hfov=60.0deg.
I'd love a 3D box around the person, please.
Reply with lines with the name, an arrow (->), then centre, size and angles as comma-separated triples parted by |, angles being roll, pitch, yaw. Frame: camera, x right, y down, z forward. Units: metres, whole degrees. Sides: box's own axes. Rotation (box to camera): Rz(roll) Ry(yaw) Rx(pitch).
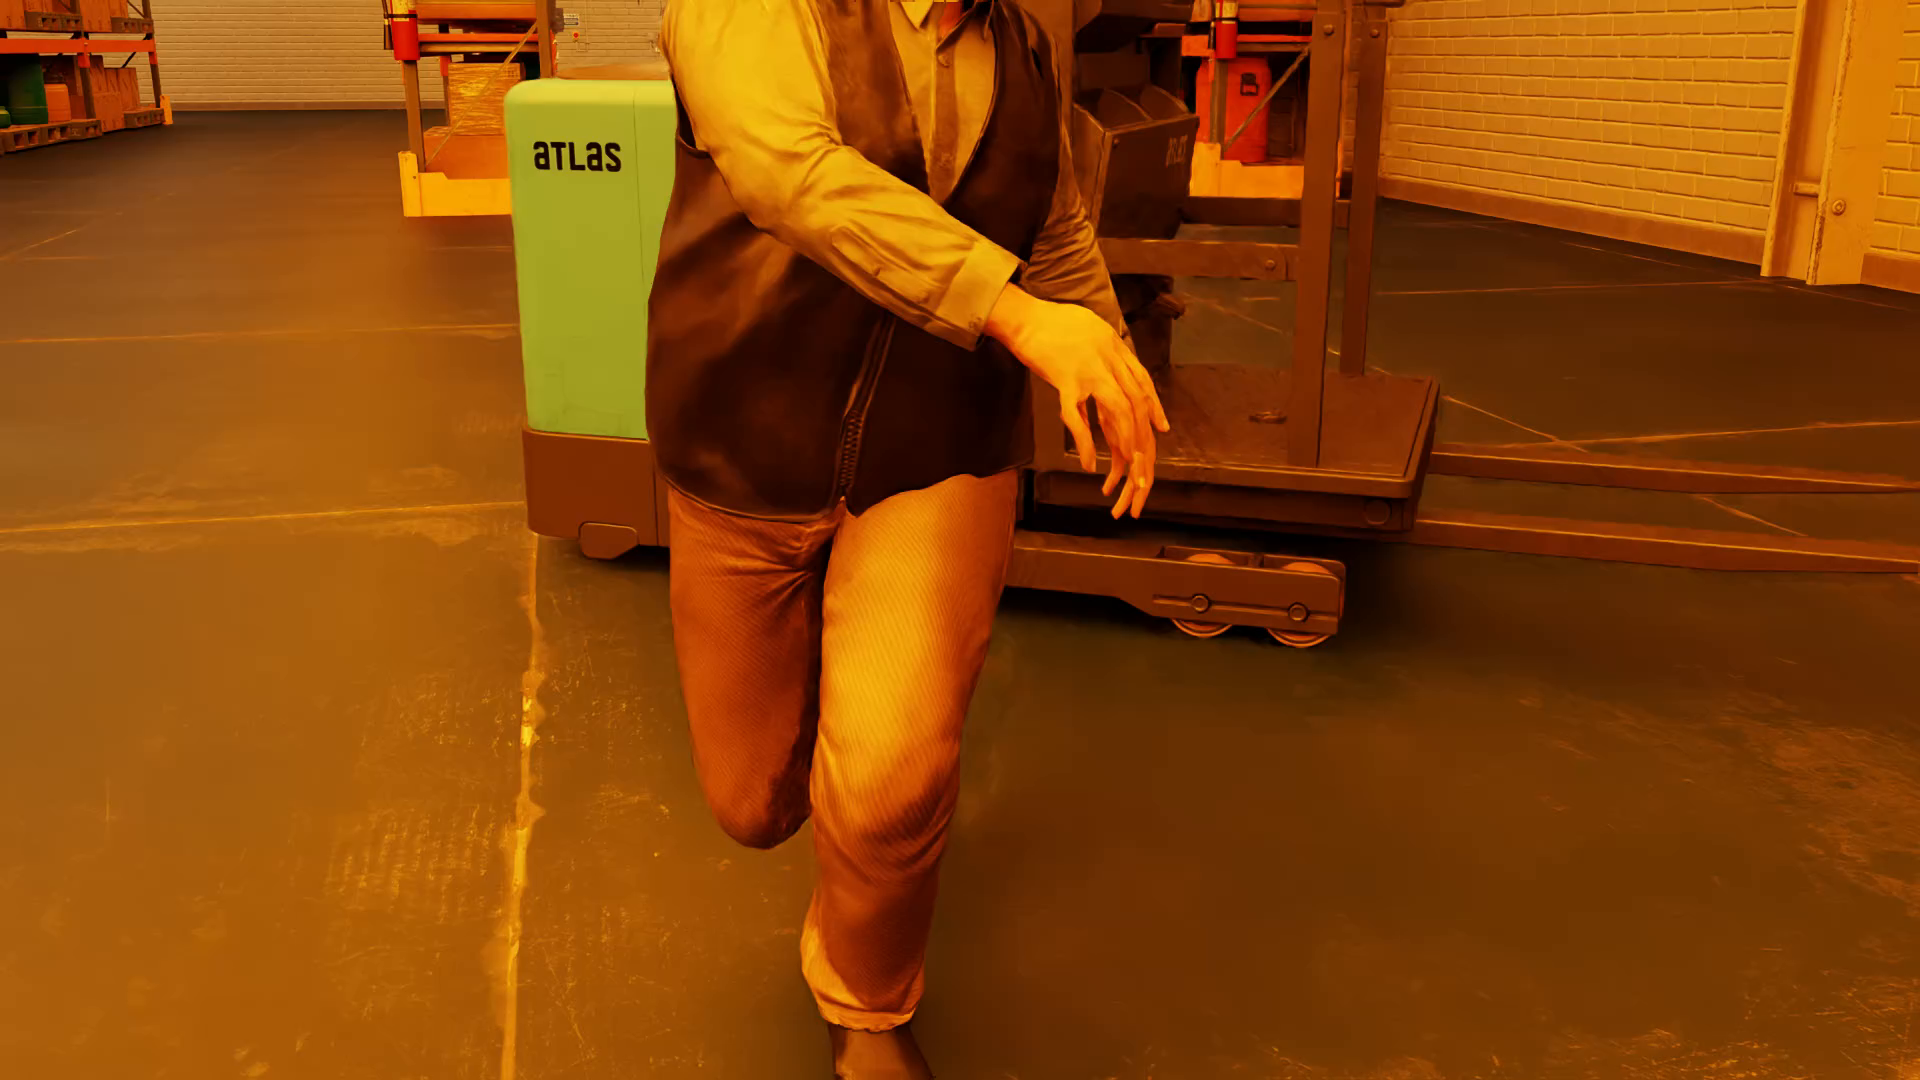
person -> -0.040, -0.136, 1.958 | 0.639, 1.498, 0.885 | -1, 17, -4

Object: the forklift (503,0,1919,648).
forklift -> 0.569, -1.362, 3.452 | 3.031, 2.935, 1.130 | 5, 17, 17
